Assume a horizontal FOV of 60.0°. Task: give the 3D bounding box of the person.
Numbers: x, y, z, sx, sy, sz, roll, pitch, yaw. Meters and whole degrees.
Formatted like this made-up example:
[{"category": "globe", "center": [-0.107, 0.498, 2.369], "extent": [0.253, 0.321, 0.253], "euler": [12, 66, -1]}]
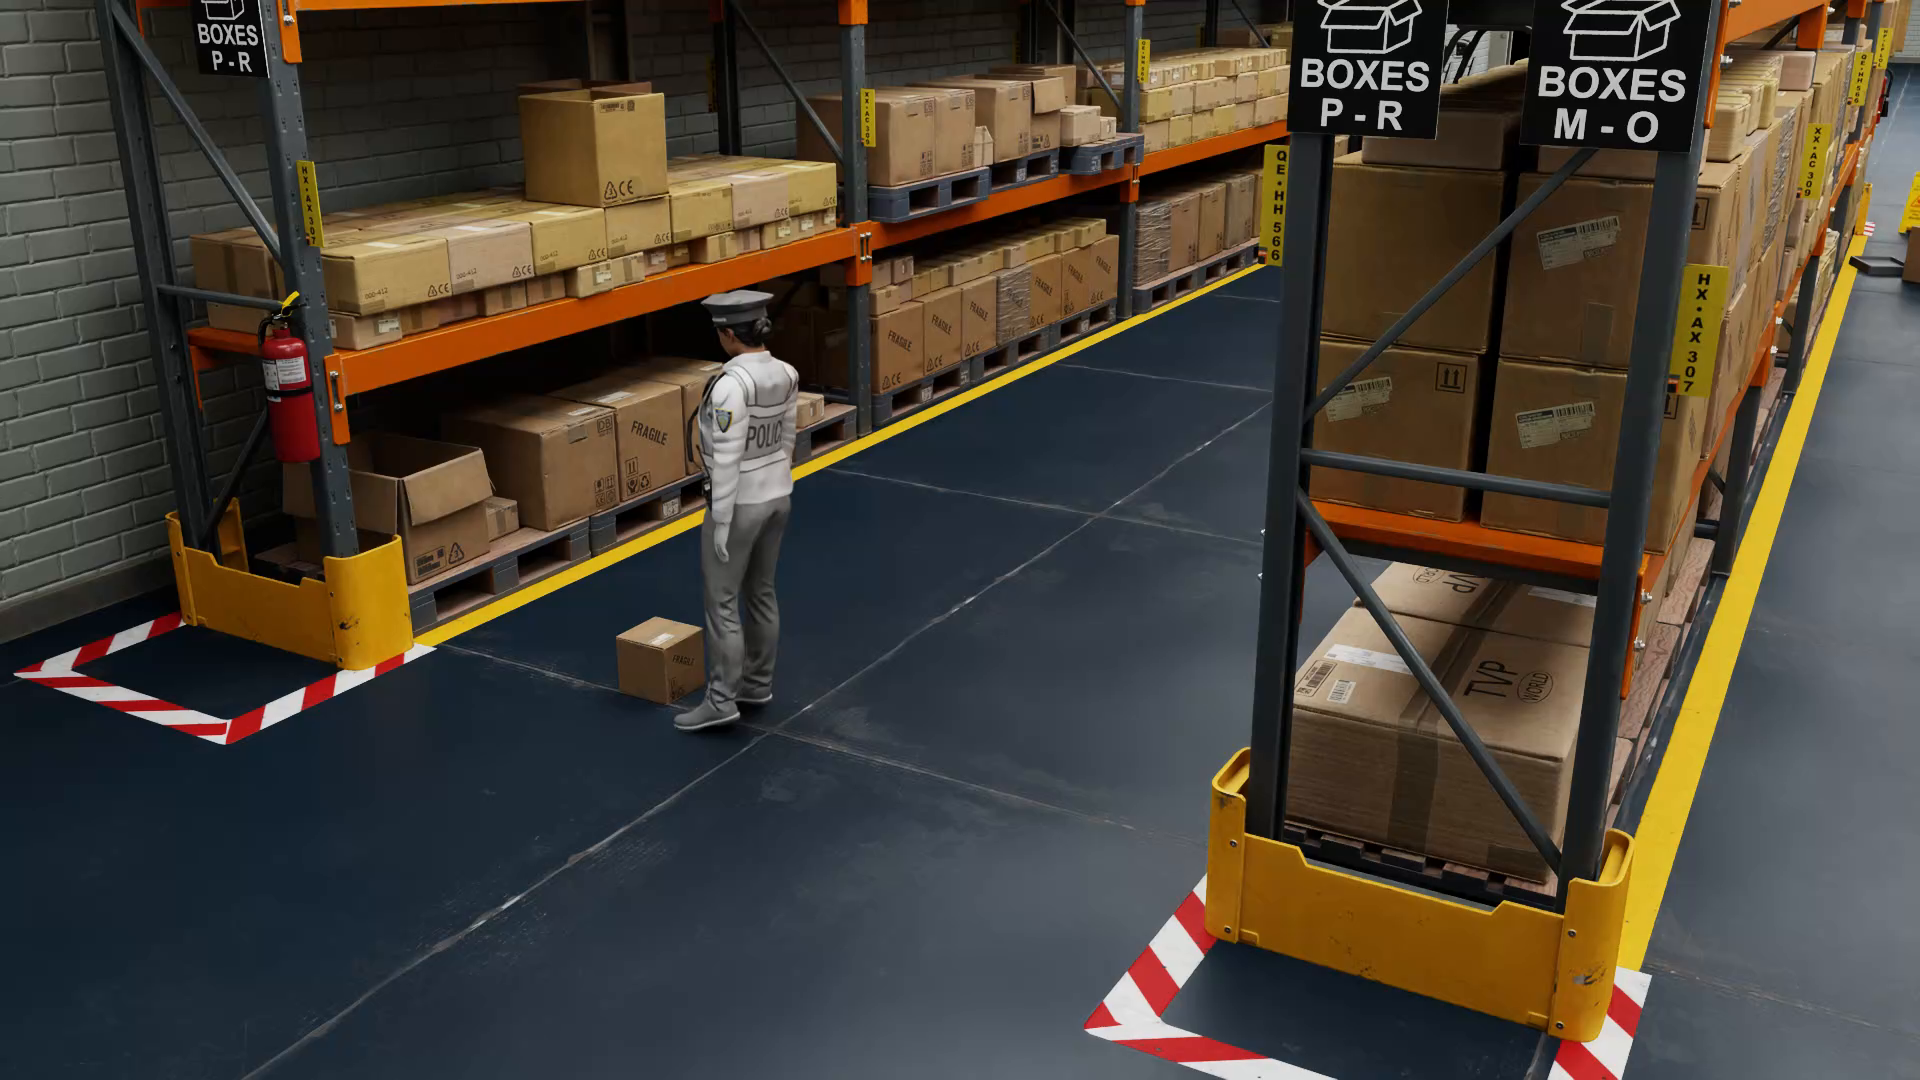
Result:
[{"category": "person", "center": [-0.855, -0.100, 6.346], "extent": [0.413, 1.688, 0.536], "euler": [11, 22, 29]}]
